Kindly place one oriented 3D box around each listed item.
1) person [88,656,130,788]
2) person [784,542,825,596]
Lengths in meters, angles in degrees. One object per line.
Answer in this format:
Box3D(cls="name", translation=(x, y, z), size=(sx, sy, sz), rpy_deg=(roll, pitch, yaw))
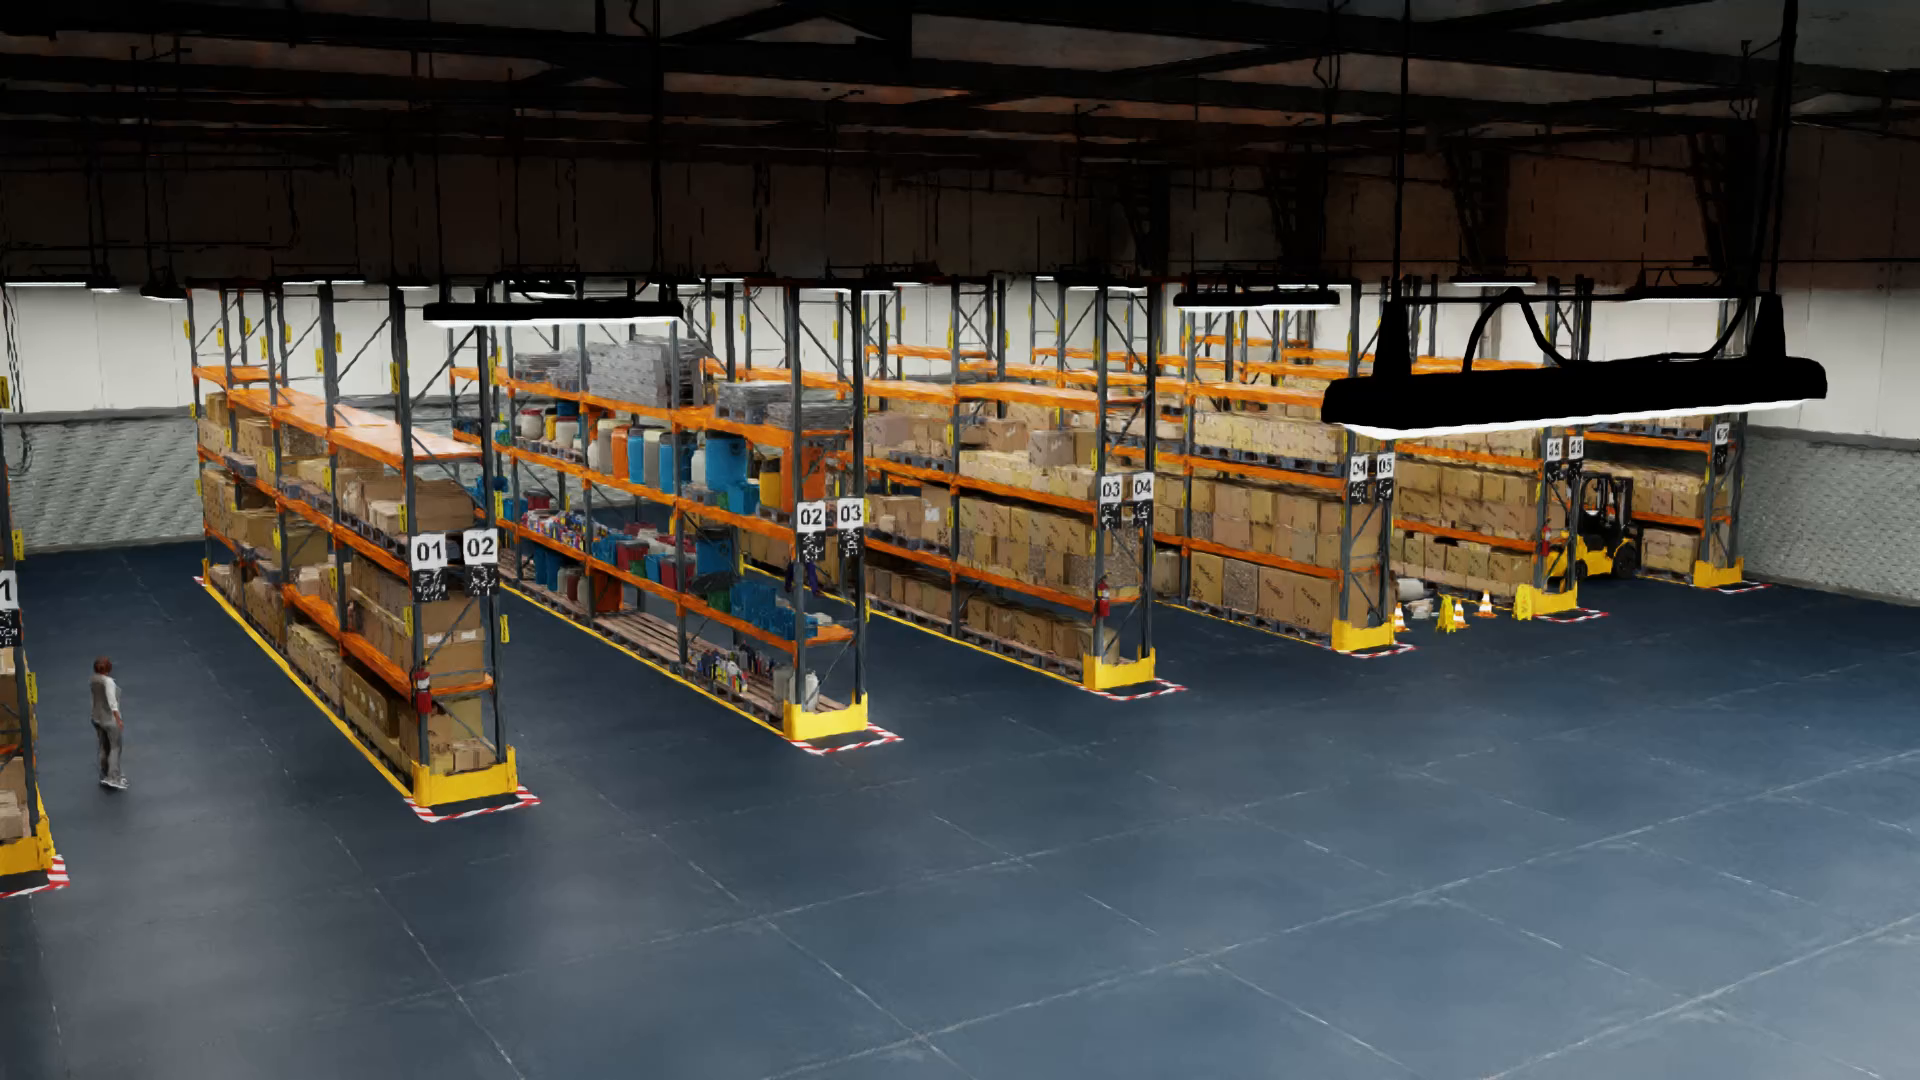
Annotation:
Box3D(cls="person", translation=(-10.330, 2.208, 20.176), size=(0.482, 1.642, 0.346), rpy_deg=(5, 11, 29))
Box3D(cls="person", translation=(-2.886, 0.225, 30.192), size=(0.479, 1.567, 1.081), rpy_deg=(-5, 11, -30))
